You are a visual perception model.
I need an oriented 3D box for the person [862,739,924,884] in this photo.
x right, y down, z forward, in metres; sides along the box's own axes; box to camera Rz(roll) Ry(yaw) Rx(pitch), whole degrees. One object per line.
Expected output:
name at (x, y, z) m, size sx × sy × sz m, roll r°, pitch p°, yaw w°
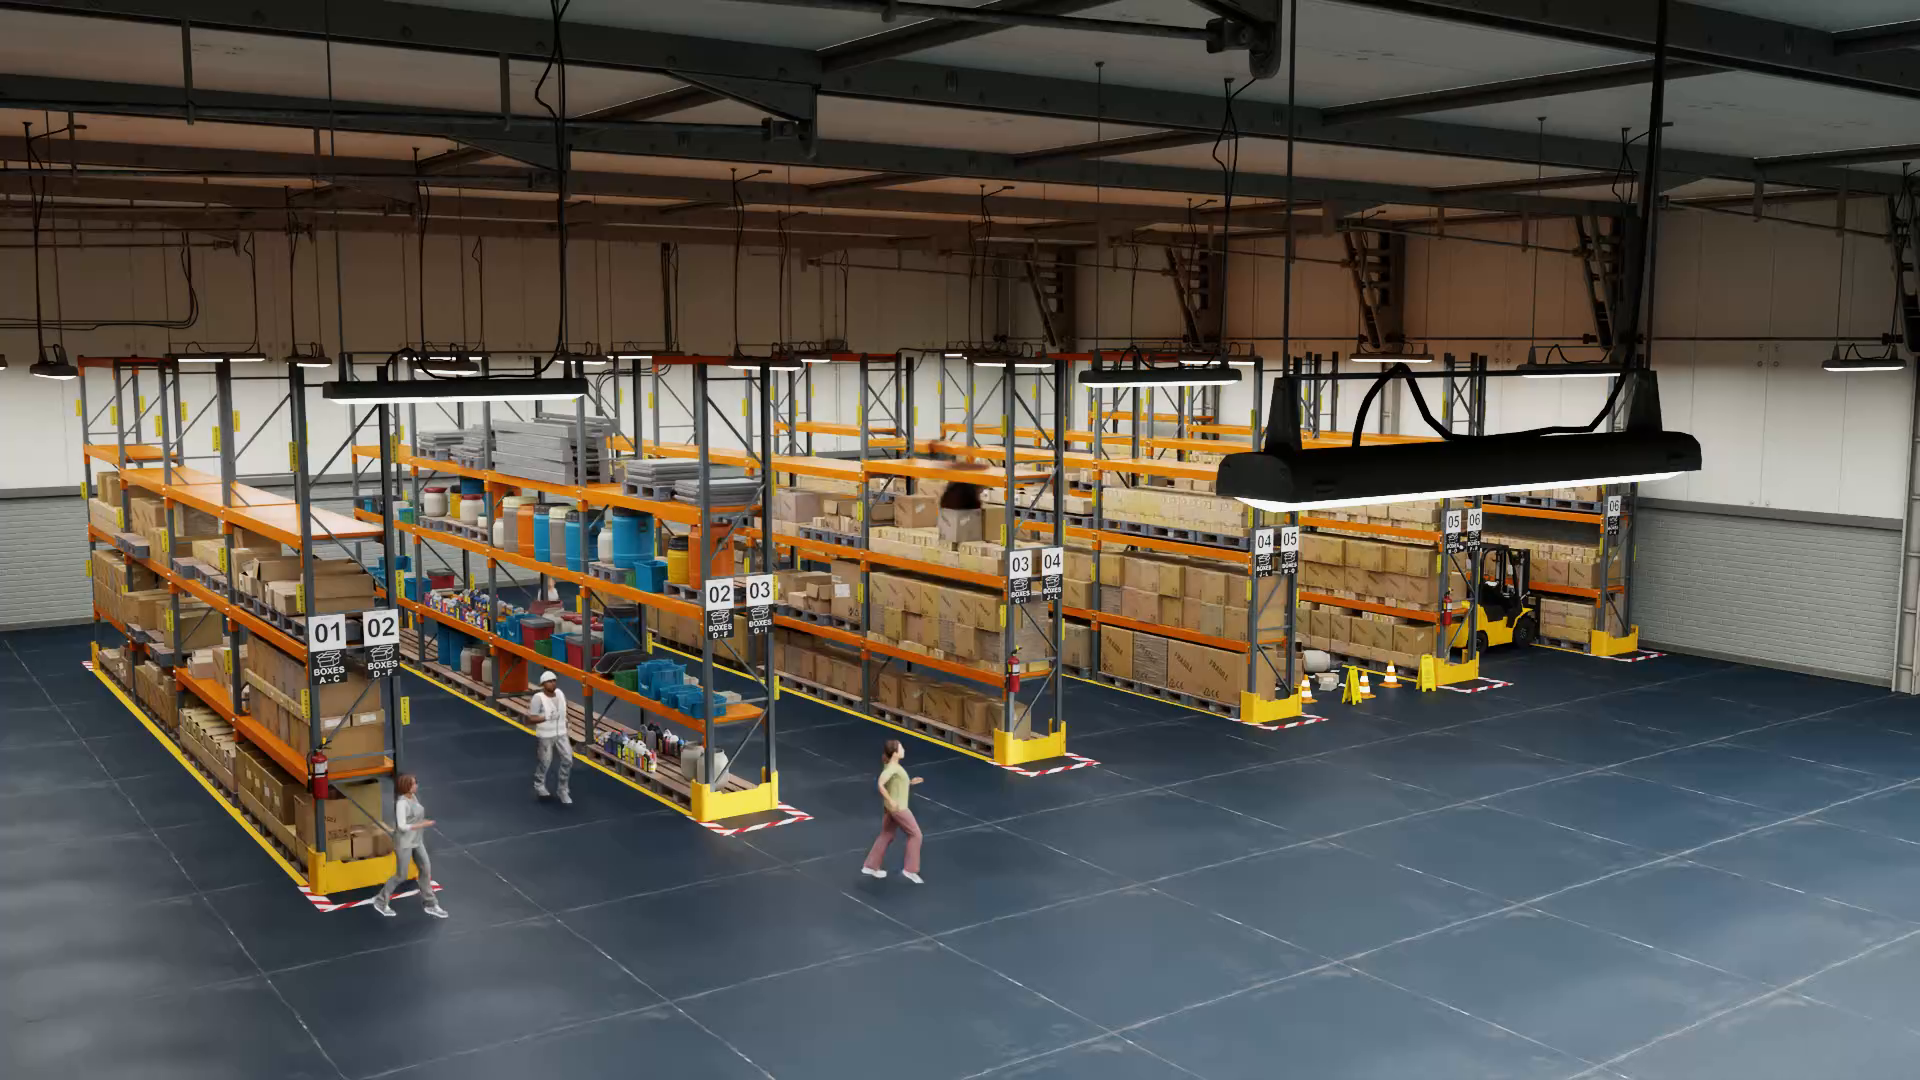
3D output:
person at (-0.775, 3.166, 19.322) m, size 0.747 × 1.729 × 0.550 m, roll -2°, pitch 7°, yaw -16°

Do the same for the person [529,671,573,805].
person at (-5.567, 2.701, 22.689) m, size 0.657 × 1.841 × 0.733 m, roll -7°, pitch 10°, yaw -44°

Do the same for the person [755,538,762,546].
person at (-4.723, 0.814, 38.581) m, size 0.734 × 1.794 × 0.660 m, roll -3°, pitch 8°, yaw -23°

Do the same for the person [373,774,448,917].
person at (-5.999, 3.326, 18.084) m, size 0.794 × 1.606 × 0.543 m, roll 0°, pitch 7°, yaw 3°

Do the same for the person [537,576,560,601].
person at (-8.111, 1.527, 32.896) m, size 0.924 × 1.650 × 0.570 m, roll 6°, pitch 9°, yaw 43°
